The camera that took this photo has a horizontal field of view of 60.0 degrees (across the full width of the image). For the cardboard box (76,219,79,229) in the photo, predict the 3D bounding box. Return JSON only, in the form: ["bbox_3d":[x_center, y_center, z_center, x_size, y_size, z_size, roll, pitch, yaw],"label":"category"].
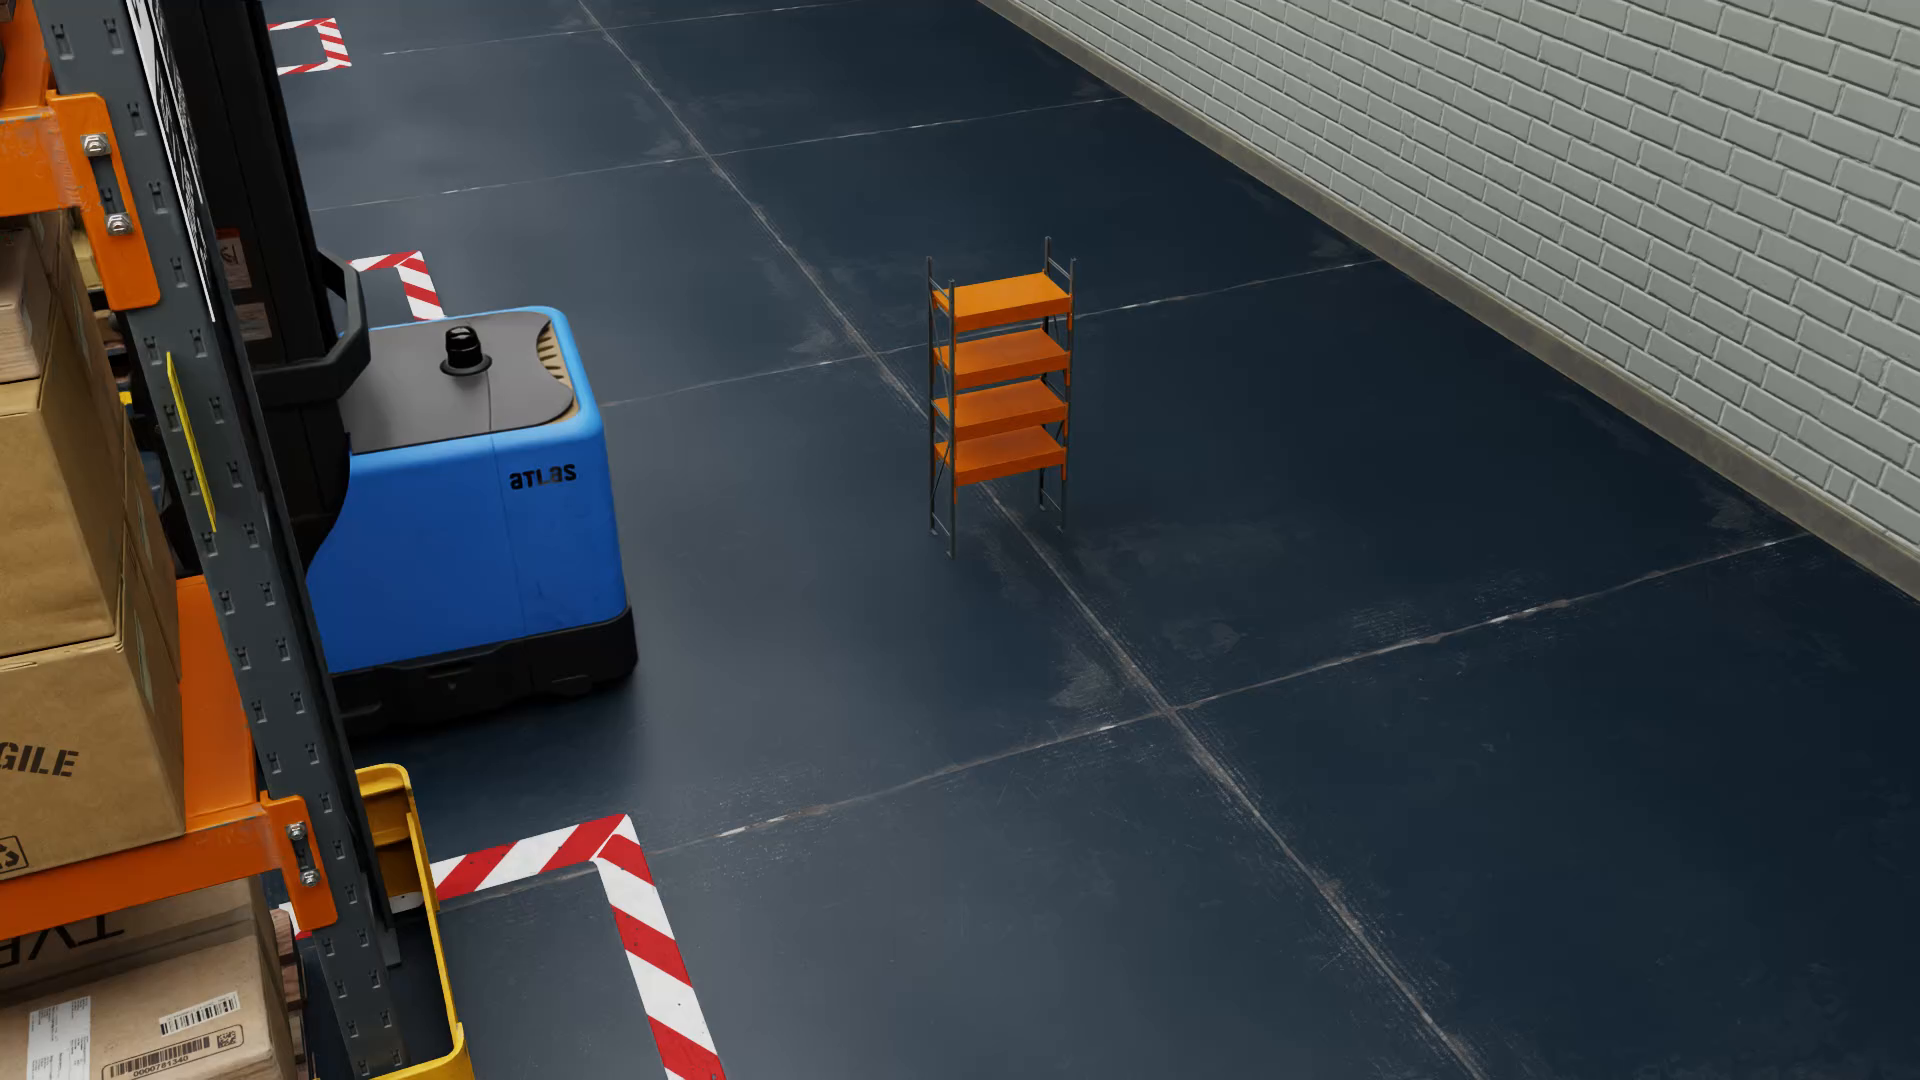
[{"bbox_3d":[-4.443,-1.427,8.149,0.250,0.149,0.380,-13,35,-19],"label":"cardboard box"}]

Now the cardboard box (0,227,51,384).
[{"bbox_3d":[-1.830,-0.421,3.044,0.250,0.149,0.380,-12,35,-18],"label":"cardboard box"}]

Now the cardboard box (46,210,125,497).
[{"bbox_3d":[-2.129,-0.368,3.556,0.500,0.500,0.500,-14,35,-20],"label":"cardboard box"}]

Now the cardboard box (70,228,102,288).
[{"bbox_3d":[-3.976,-1.324,7.718,0.250,0.149,0.380,-12,35,-18],"label":"cardboard box"}]

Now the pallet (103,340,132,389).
[{"bbox_3d":[-4.419,-0.994,8.084,1.213,0.211,1.003,-13,35,-19],"label":"pallet"}]

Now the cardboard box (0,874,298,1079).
[{"bbox_3d":[-2.146,1.223,4.084,0.875,0.438,0.875,-14,36,-21],"label":"cardboard box"}]

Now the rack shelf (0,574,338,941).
[{"bbox_3d":[-3.421,0.859,3.339,4.000,0.370,1.077,-13,35,-19],"label":"rack shelf"}]

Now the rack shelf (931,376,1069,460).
[{"bbox_3d":[0.153,-0.481,6.513,0.480,0.148,0.258,-13,35,-19],"label":"rack shelf"}]

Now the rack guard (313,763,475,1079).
[{"bbox_3d":[-1.554,1.178,4.481,0.348,0.500,1.175,-13,35,-19],"label":"rack guard"}]

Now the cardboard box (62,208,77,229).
[{"bbox_3d":[-4.408,-1.504,7.995,0.250,0.149,0.380,-12,35,-18],"label":"cardboard box"}]

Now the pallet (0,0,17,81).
[{"bbox_3d":[-2.257,-0.923,2.749,1.213,0.211,1.003,-13,35,-19],"label":"pallet"}]

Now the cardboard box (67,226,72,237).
[{"bbox_3d":[-4.230,-1.300,7.680,0.250,0.149,0.380,-12,35,-18],"label":"cardboard box"}]

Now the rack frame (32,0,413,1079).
[{"bbox_3d":[-1.577,0.135,3.792,0.127,3.000,1.000,-13,35,-19],"label":"rack frame"}]

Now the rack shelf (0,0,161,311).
[{"bbox_3d":[-3.421,-0.398,2.521,4.000,0.370,1.077,-13,35,-19],"label":"rack shelf"}]

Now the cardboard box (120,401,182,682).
[{"bbox_3d":[-2.130,0.050,3.831,0.500,0.500,0.500,-13,35,-19],"label":"cardboard box"}]

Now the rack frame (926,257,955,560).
[{"bbox_3d":[-0.072,-0.486,6.397,0.015,1.200,0.240,-13,35,-19],"label":"rack frame"}]

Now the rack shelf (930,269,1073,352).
[{"bbox_3d":[0.153,-0.867,6.262,0.480,0.148,0.258,-13,35,-19],"label":"rack shelf"}]

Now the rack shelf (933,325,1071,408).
[{"bbox_3d":[0.153,-0.669,6.391,0.480,0.148,0.258,-13,35,-19],"label":"rack shelf"}]

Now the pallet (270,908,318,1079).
[{"bbox_3d":[-2.284,1.512,4.232,1.213,0.211,1.003,-13,35,-19],"label":"pallet"}]

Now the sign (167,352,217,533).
[{"bbox_3d":[-1.379,-0.173,2.987,0.005,0.325,0.100,-13,35,-19],"label":"sign"}]

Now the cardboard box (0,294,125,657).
[{"bbox_3d":[-1.929,-0.104,3.151,0.500,0.500,0.500,-12,35,-17],"label":"cardboard box"}]

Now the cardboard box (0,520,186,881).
[{"bbox_3d":[-1.919,0.328,3.403,0.500,0.500,0.500,-13,35,-19],"label":"cardboard box"}]

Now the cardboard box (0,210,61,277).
[{"bbox_3d":[-2.011,-0.662,3.414,0.250,0.149,0.380,-12,35,-18],"label":"cardboard box"}]

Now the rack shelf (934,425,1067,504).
[{"bbox_3d":[0.153,-0.315,6.621,0.480,0.148,0.258,-13,35,-19],"label":"rack shelf"}]

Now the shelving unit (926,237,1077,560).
[{"bbox_3d":[0.153,-0.538,6.476,0.503,1.200,0.258,-13,35,-19],"label":"shelving unit"}]

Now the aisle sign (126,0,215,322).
[{"bbox_3d":[-1.390,-0.814,2.866,0.004,0.787,0.394,-13,35,-19],"label":"aisle sign"}]

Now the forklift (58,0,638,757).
[{"bbox_3d":[-2.728,-0.696,5.132,3.031,2.935,1.130,-11,35,-16],"label":"forklift"}]

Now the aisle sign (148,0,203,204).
[{"bbox_3d":[-1.623,-1.115,3.330,0.004,0.787,0.394,-13,35,-19],"label":"aisle sign"}]

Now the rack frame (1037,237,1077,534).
[{"bbox_3d":[0.378,-0.589,6.556,0.015,1.200,0.240,-13,35,-19],"label":"rack frame"}]

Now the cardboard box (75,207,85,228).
[{"bbox_3d":[-4.201,-1.623,8.178,0.250,0.149,0.380,-15,36,-21],"label":"cardboard box"}]

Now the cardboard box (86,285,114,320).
[{"bbox_3d":[-3.962,-1.183,7.774,0.250,0.149,0.380,-14,36,-20],"label":"cardboard box"}]

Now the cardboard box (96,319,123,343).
[{"bbox_3d":[-3.991,-1.098,7.915,0.250,0.149,0.380,-12,35,-18],"label":"cardboard box"}]
